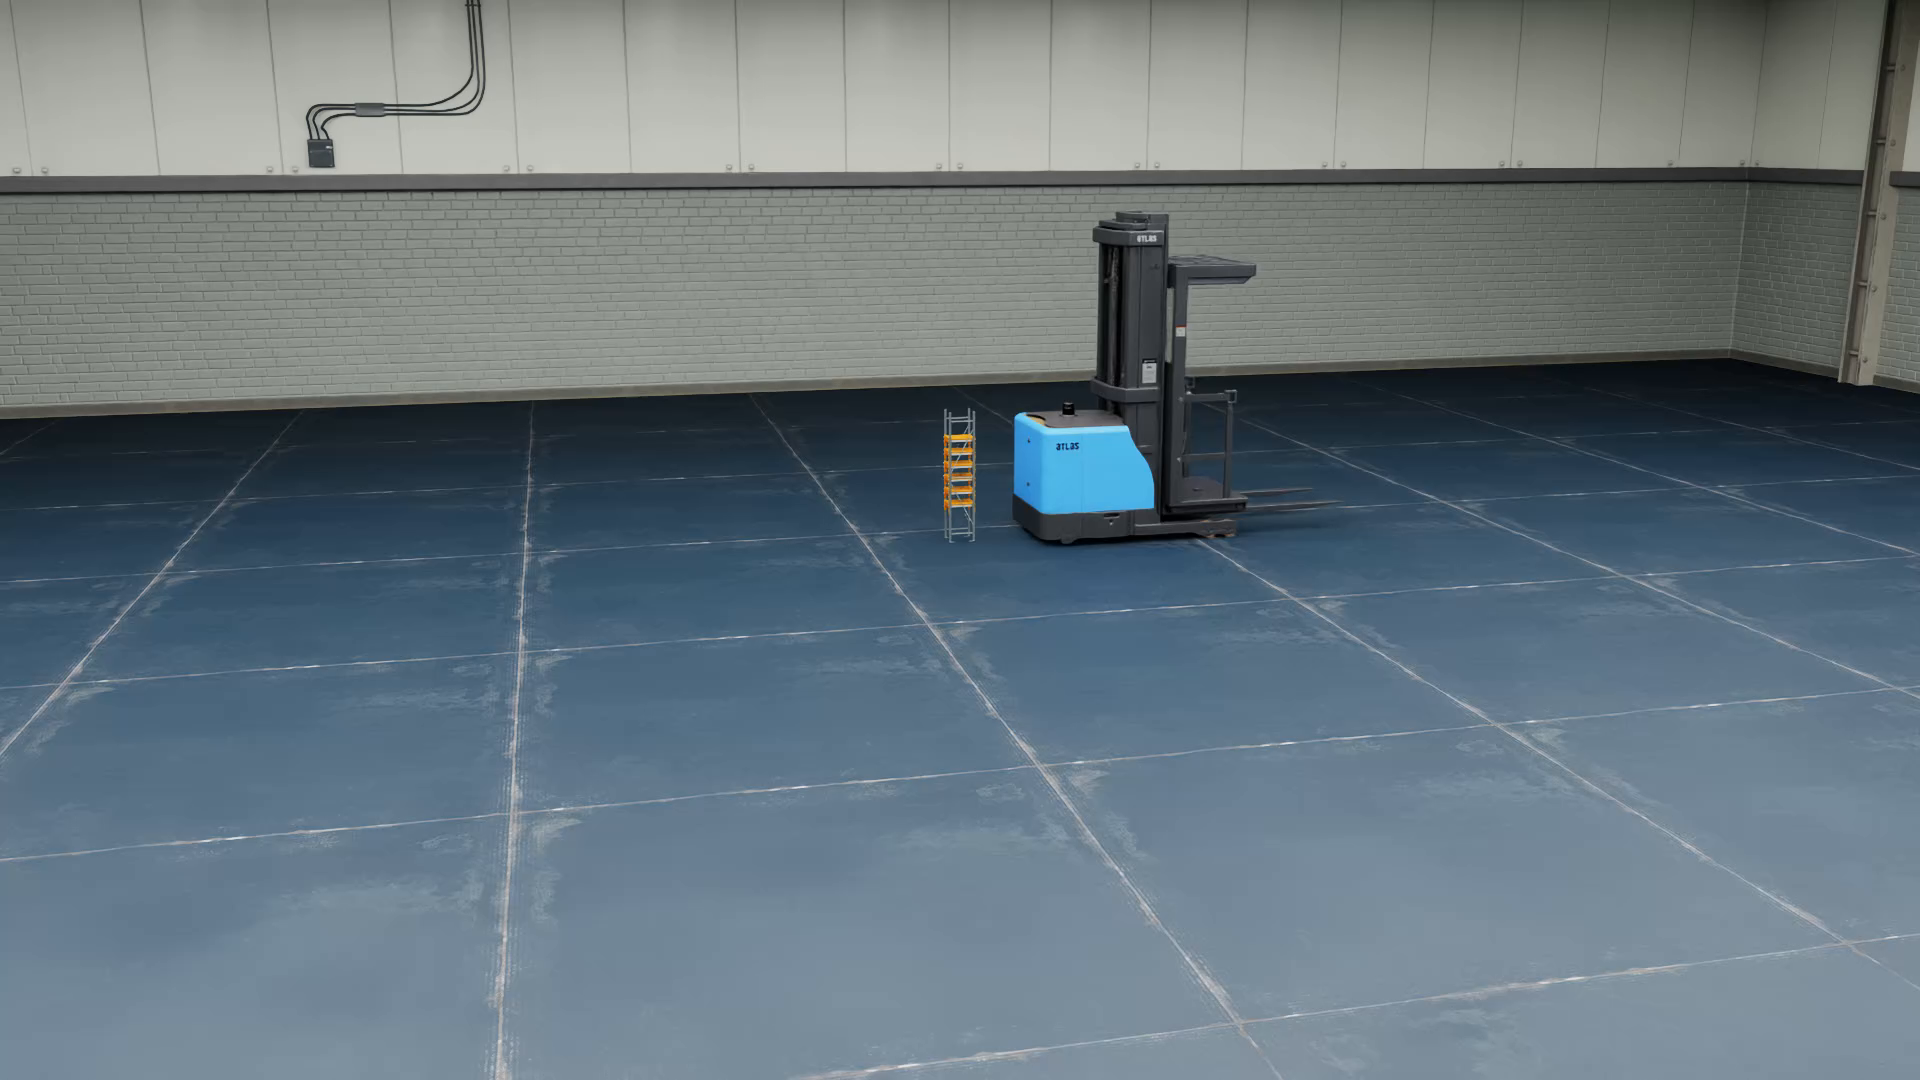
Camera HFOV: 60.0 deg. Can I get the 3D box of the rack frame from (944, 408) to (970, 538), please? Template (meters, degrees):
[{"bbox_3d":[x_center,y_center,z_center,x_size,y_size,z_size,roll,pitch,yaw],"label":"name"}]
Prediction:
[{"bbox_3d":[-0.025,-0.607,15.208,0.240,1.200,0.006,-3,14,-13],"label":"rack frame"}]

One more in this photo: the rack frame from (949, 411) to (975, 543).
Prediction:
[{"bbox_3d":[0.018,-0.565,15.035,0.240,1.200,0.006,-3,14,-13],"label":"rack frame"}]

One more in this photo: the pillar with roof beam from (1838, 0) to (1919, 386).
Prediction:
[{"bbox_3d":[9.187,-6.470,22.772,9.100,9.000,0.400,-3,14,-13],"label":"pillar with roof beam"}]

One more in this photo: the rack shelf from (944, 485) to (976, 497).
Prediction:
[{"bbox_3d":[-0.003,-0.426,15.160,0.258,0.103,0.180,-3,14,-13],"label":"rack shelf"}]

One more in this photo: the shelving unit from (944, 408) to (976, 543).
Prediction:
[{"bbox_3d":[-0.003,-0.586,15.121,0.258,1.200,0.189,-3,14,-13],"label":"shelving unit"}]

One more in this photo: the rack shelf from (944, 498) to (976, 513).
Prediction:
[{"bbox_3d":[-0.003,-0.310,15.189,0.258,0.103,0.180,-3,14,-13],"label":"rack shelf"}]

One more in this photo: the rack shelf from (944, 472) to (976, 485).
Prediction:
[{"bbox_3d":[-0.003,-0.543,15.132,0.258,0.103,0.180,-3,14,-13],"label":"rack shelf"}]

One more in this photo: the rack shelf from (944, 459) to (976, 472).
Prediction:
[{"bbox_3d":[-0.003,-0.660,15.103,0.258,0.103,0.180,-3,14,-13],"label":"rack shelf"}]

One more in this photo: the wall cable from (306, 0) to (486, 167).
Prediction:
[{"bbox_3d":[-7.423,-7.885,21.398,2.305,6.003,0.169,-3,14,-13],"label":"wall cable"}]

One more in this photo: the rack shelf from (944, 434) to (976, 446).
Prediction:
[{"bbox_3d":[-0.003,-0.893,15.046,0.258,0.103,0.180,-3,14,-13],"label":"rack shelf"}]

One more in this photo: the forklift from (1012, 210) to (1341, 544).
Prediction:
[{"bbox_3d":[2.073,-1.557,15.445,3.031,2.935,1.130,-4,14,-14],"label":"forklift"}]

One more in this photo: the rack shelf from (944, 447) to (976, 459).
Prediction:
[{"bbox_3d":[-0.003,-0.776,15.075,0.258,0.103,0.180,-3,14,-13],"label":"rack shelf"}]
